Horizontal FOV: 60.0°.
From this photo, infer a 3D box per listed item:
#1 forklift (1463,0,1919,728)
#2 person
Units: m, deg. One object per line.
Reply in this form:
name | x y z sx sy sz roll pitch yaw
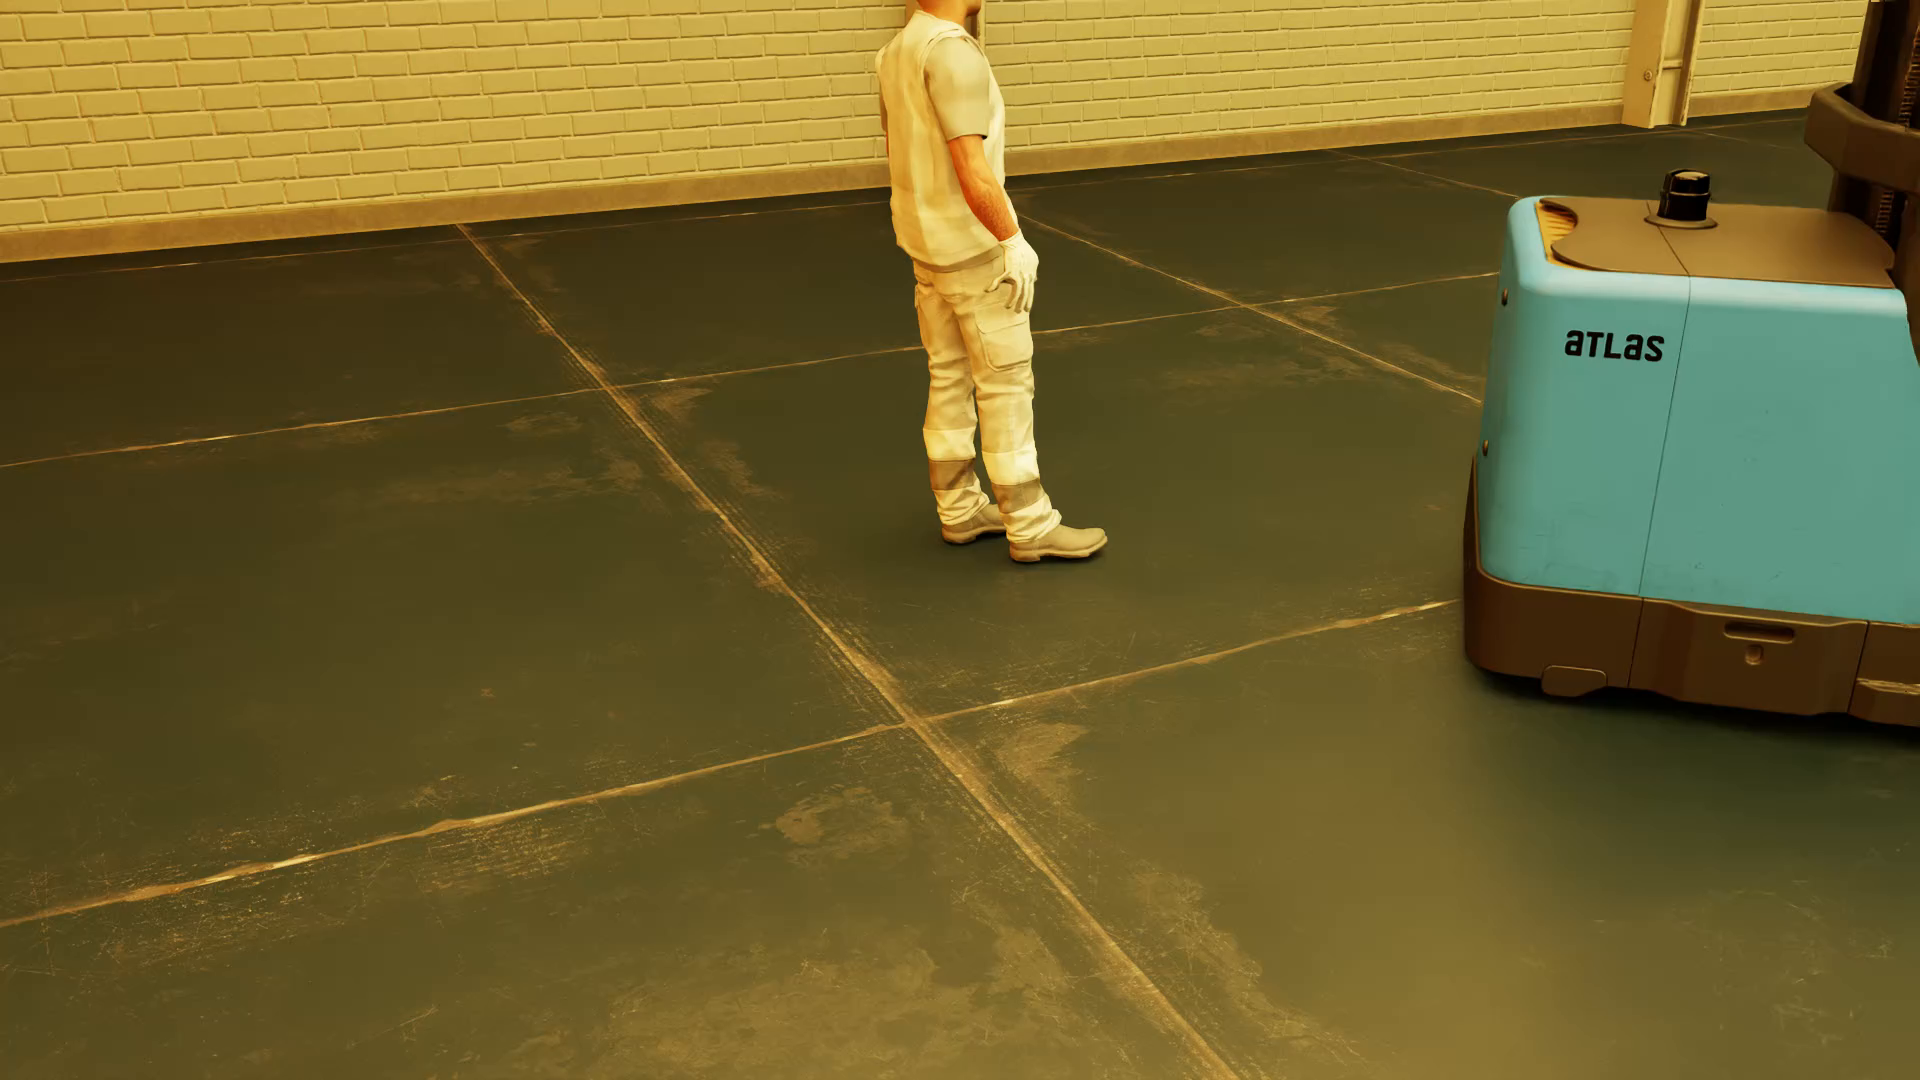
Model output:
forklift | 2.858 -1.003 3.702 3.031 2.935 1.130 6 23 14
person | 0.077 -0.842 4.782 0.564 1.787 0.638 -10 25 -23
